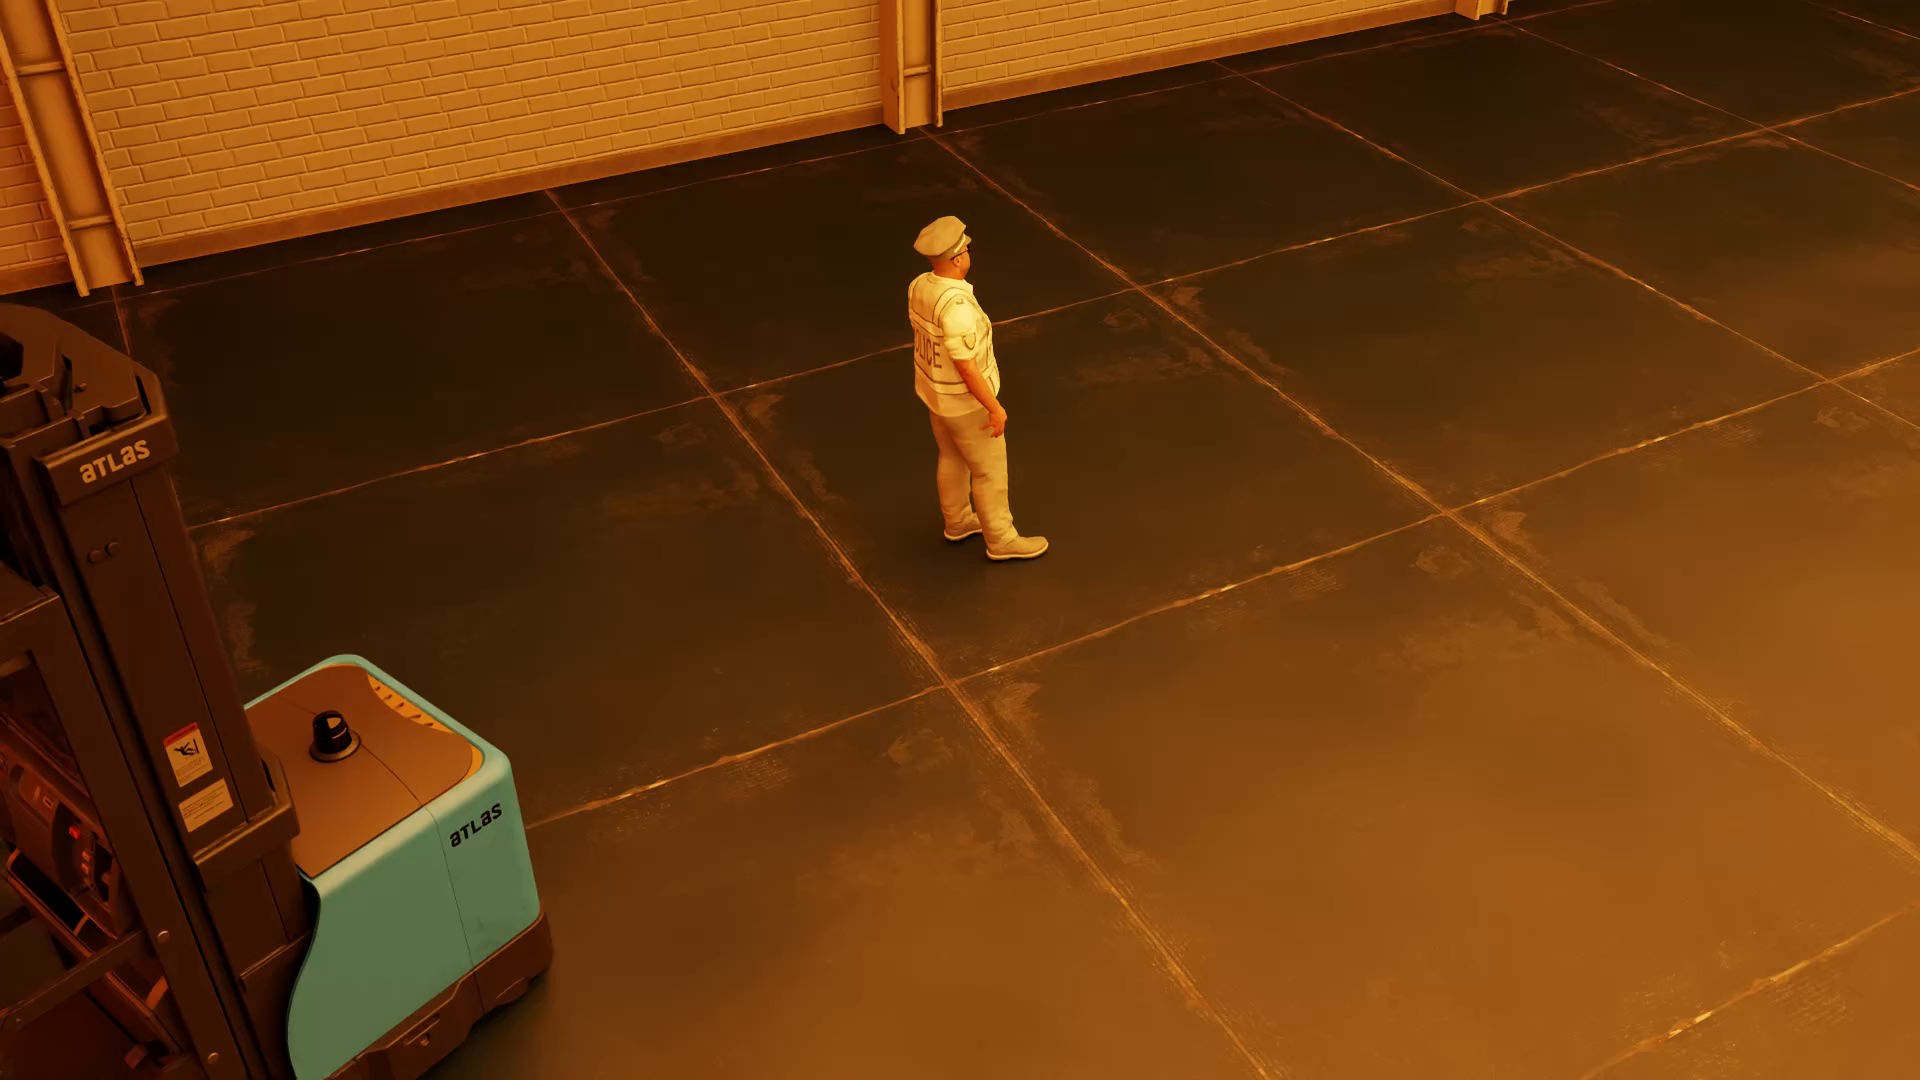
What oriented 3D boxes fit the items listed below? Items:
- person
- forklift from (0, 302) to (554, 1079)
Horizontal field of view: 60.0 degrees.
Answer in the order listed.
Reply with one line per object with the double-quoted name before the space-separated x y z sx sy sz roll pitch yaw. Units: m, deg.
"person" 0.074 -0.747 8.165 0.575 1.778 0.640 -17 39 -23
"forklift" -2.863 0.917 4.826 1.130 2.935 3.031 25 42 31
